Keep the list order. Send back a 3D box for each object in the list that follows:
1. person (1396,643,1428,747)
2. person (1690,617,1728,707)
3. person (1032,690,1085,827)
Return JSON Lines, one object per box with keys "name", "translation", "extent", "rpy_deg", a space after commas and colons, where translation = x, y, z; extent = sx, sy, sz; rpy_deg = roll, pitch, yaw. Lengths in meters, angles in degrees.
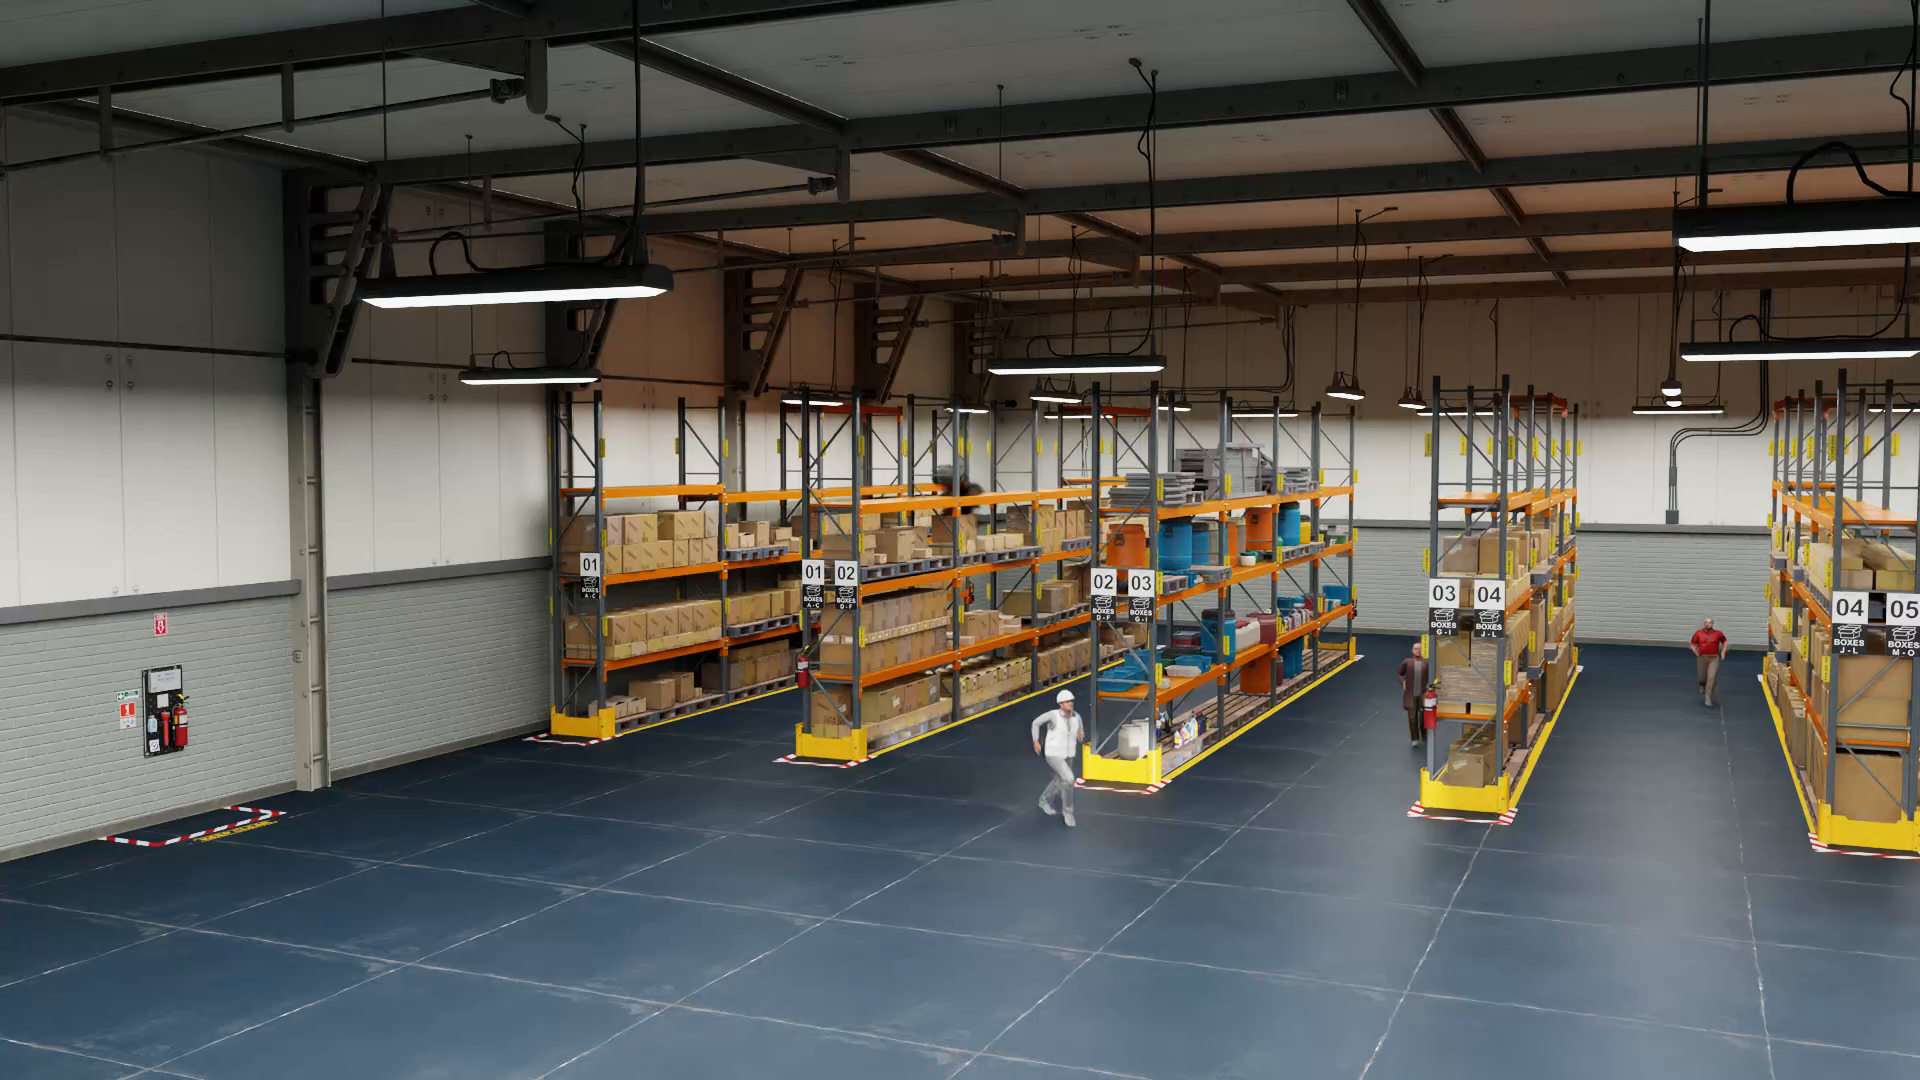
{"name": "person", "translation": [7.669, 2.593, 27.884], "extent": [0.705, 1.727, 0.661], "rpy_deg": [1, 3, 17]}
{"name": "person", "translation": [14.669, 2.366, 32.576], "extent": [0.677, 1.702, 0.895], "rpy_deg": [1, 3, 25]}
{"name": "person", "translation": [1.329, 2.896, 22.245], "extent": [0.679, 1.812, 0.849], "rpy_deg": [-2, 4, -34]}
